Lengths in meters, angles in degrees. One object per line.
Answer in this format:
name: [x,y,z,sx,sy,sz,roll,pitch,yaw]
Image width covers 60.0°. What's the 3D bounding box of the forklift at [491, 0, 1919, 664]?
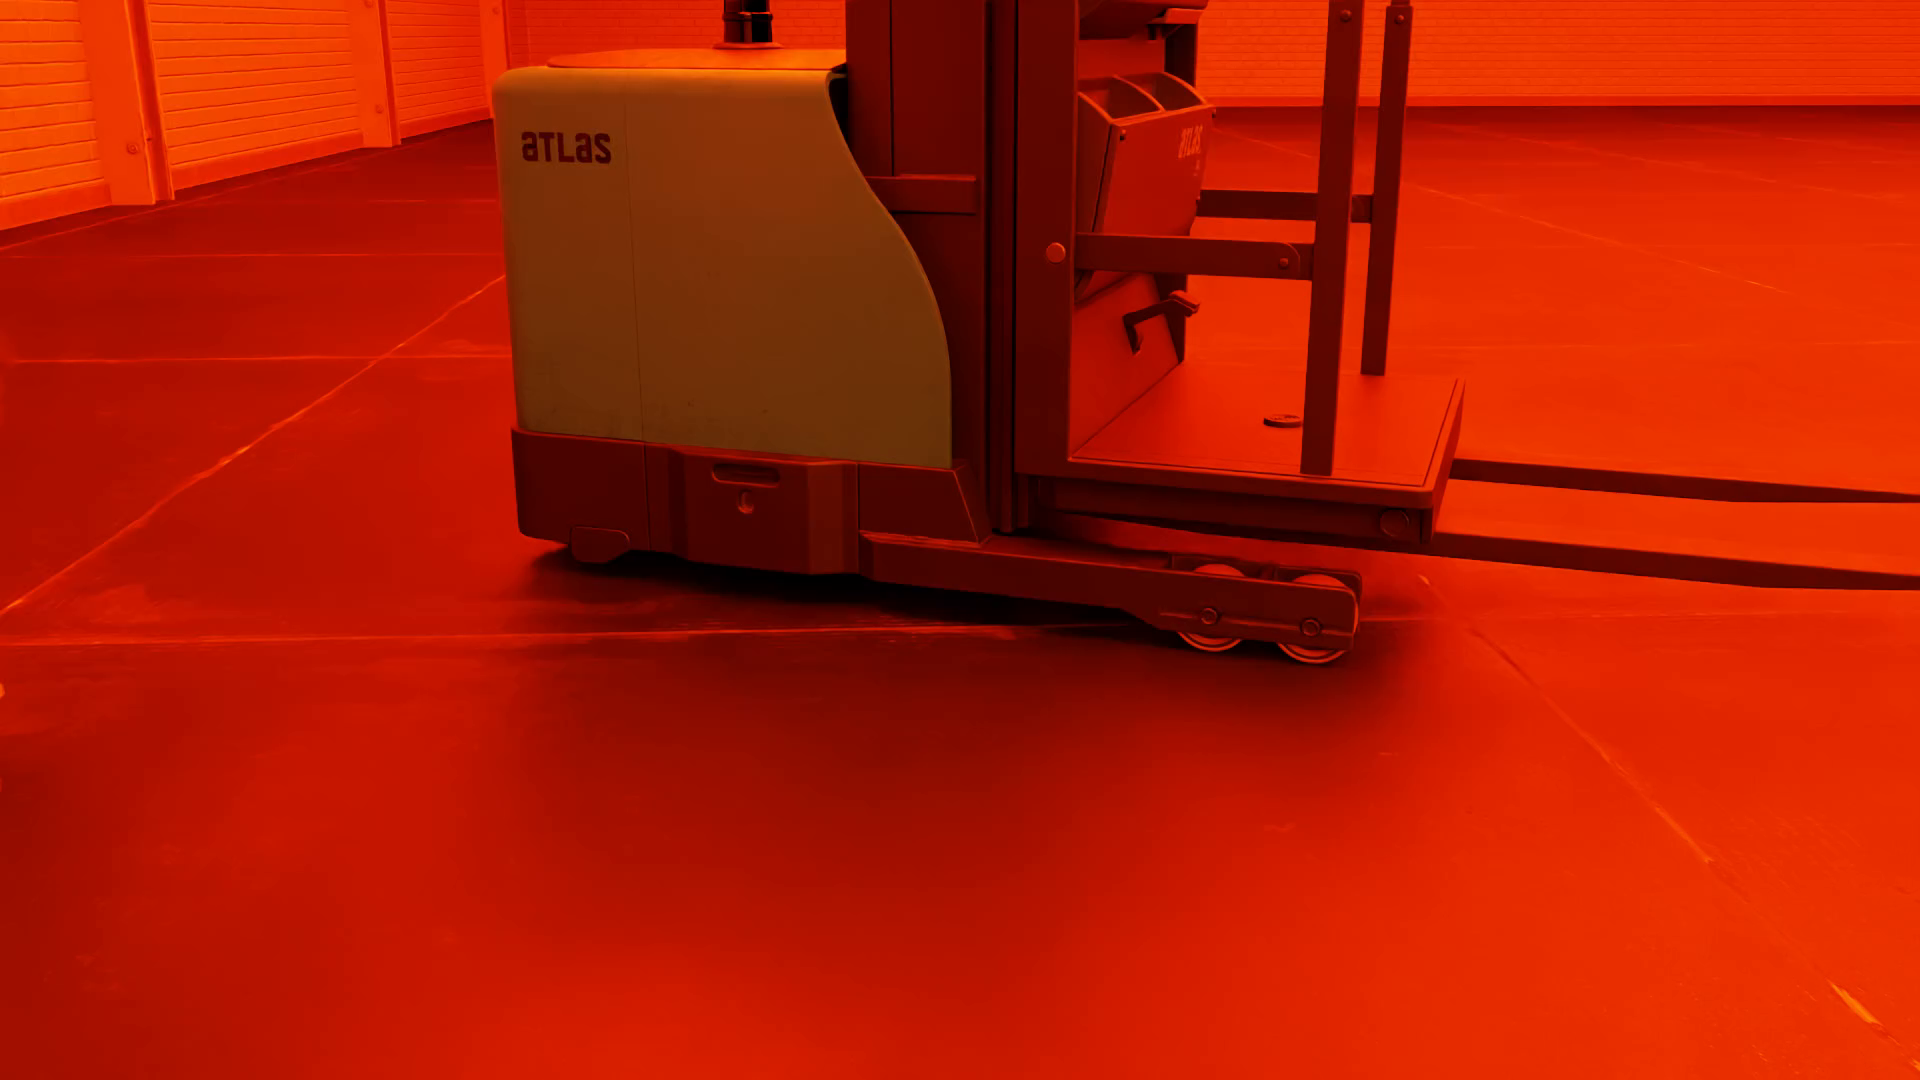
forklift: [0.576,-1.343,3.296,3.031,2.935,1.130,6,18,18]
